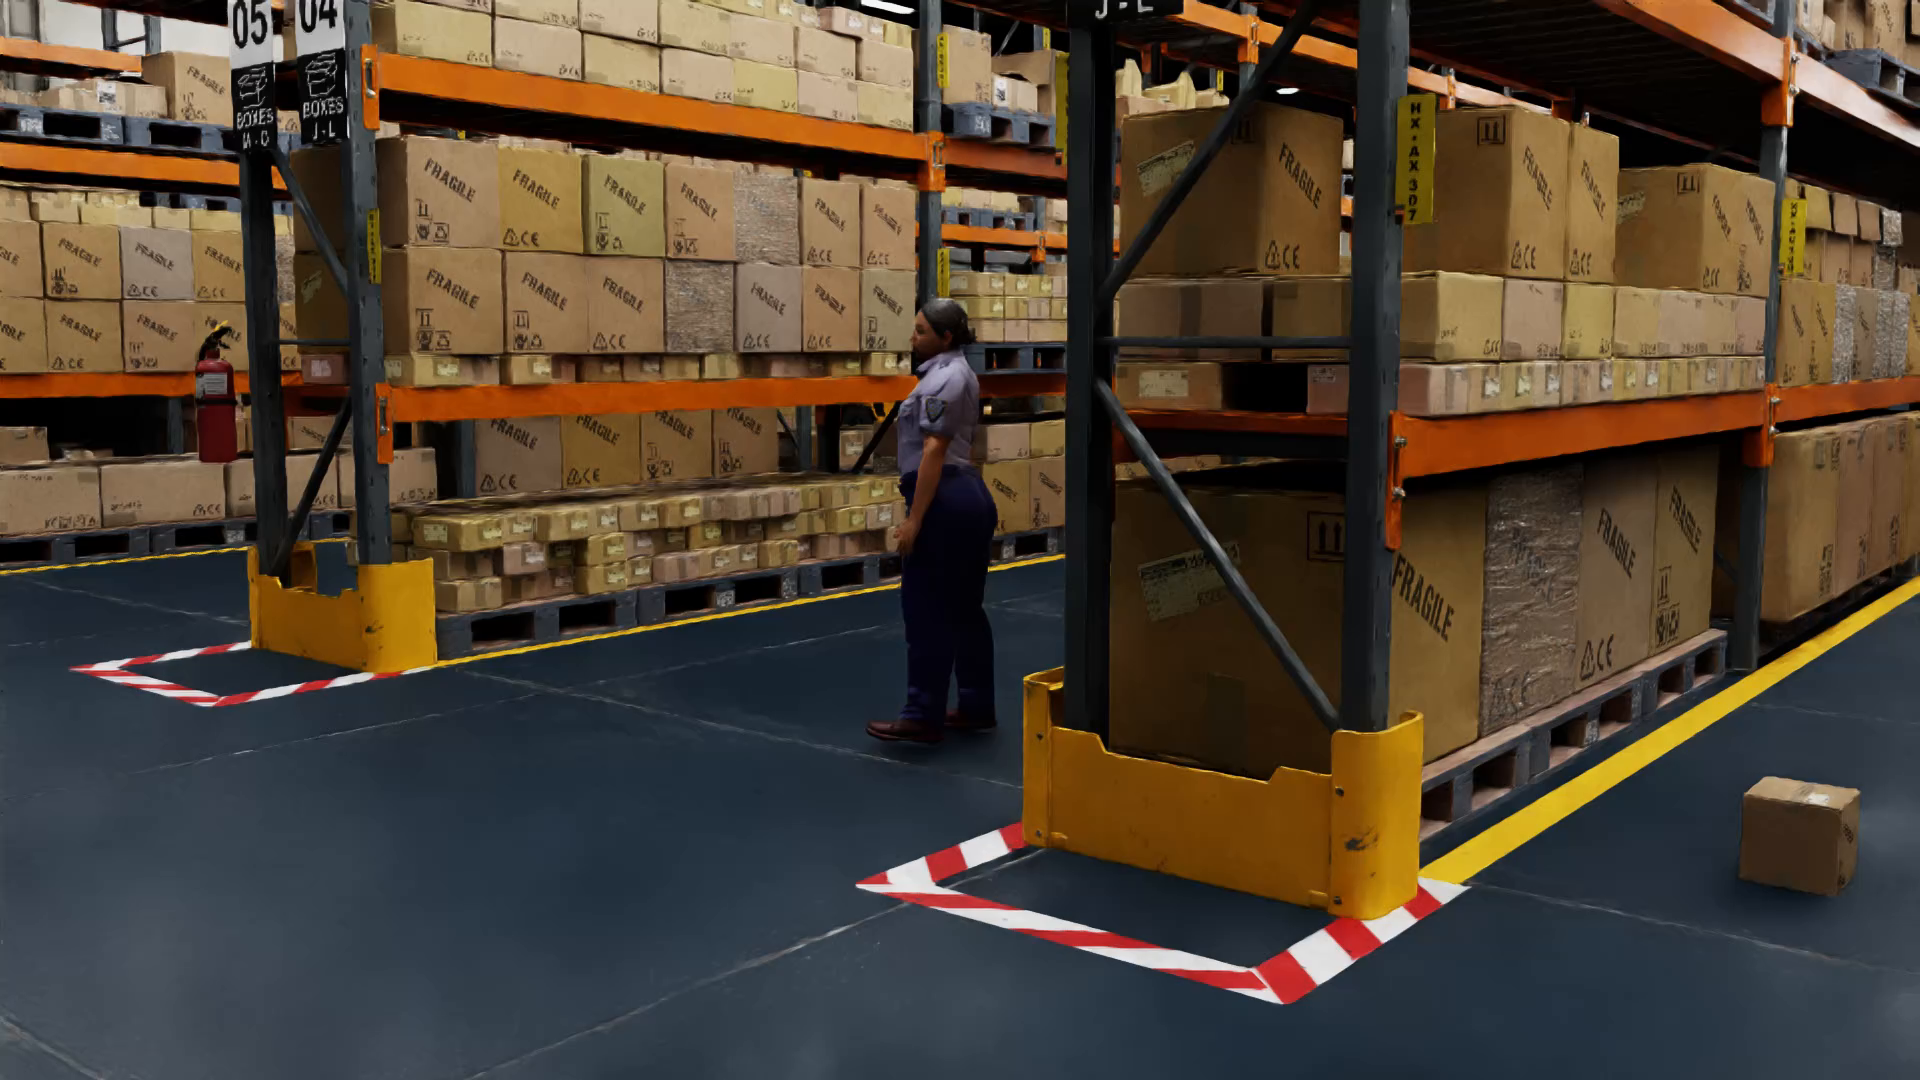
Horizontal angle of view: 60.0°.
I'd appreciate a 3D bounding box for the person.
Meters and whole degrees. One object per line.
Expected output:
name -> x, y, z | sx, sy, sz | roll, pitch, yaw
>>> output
person -> -0.096, -0.069, 6.227 | 0.451, 1.646, 0.565 | 2, 7, 13
